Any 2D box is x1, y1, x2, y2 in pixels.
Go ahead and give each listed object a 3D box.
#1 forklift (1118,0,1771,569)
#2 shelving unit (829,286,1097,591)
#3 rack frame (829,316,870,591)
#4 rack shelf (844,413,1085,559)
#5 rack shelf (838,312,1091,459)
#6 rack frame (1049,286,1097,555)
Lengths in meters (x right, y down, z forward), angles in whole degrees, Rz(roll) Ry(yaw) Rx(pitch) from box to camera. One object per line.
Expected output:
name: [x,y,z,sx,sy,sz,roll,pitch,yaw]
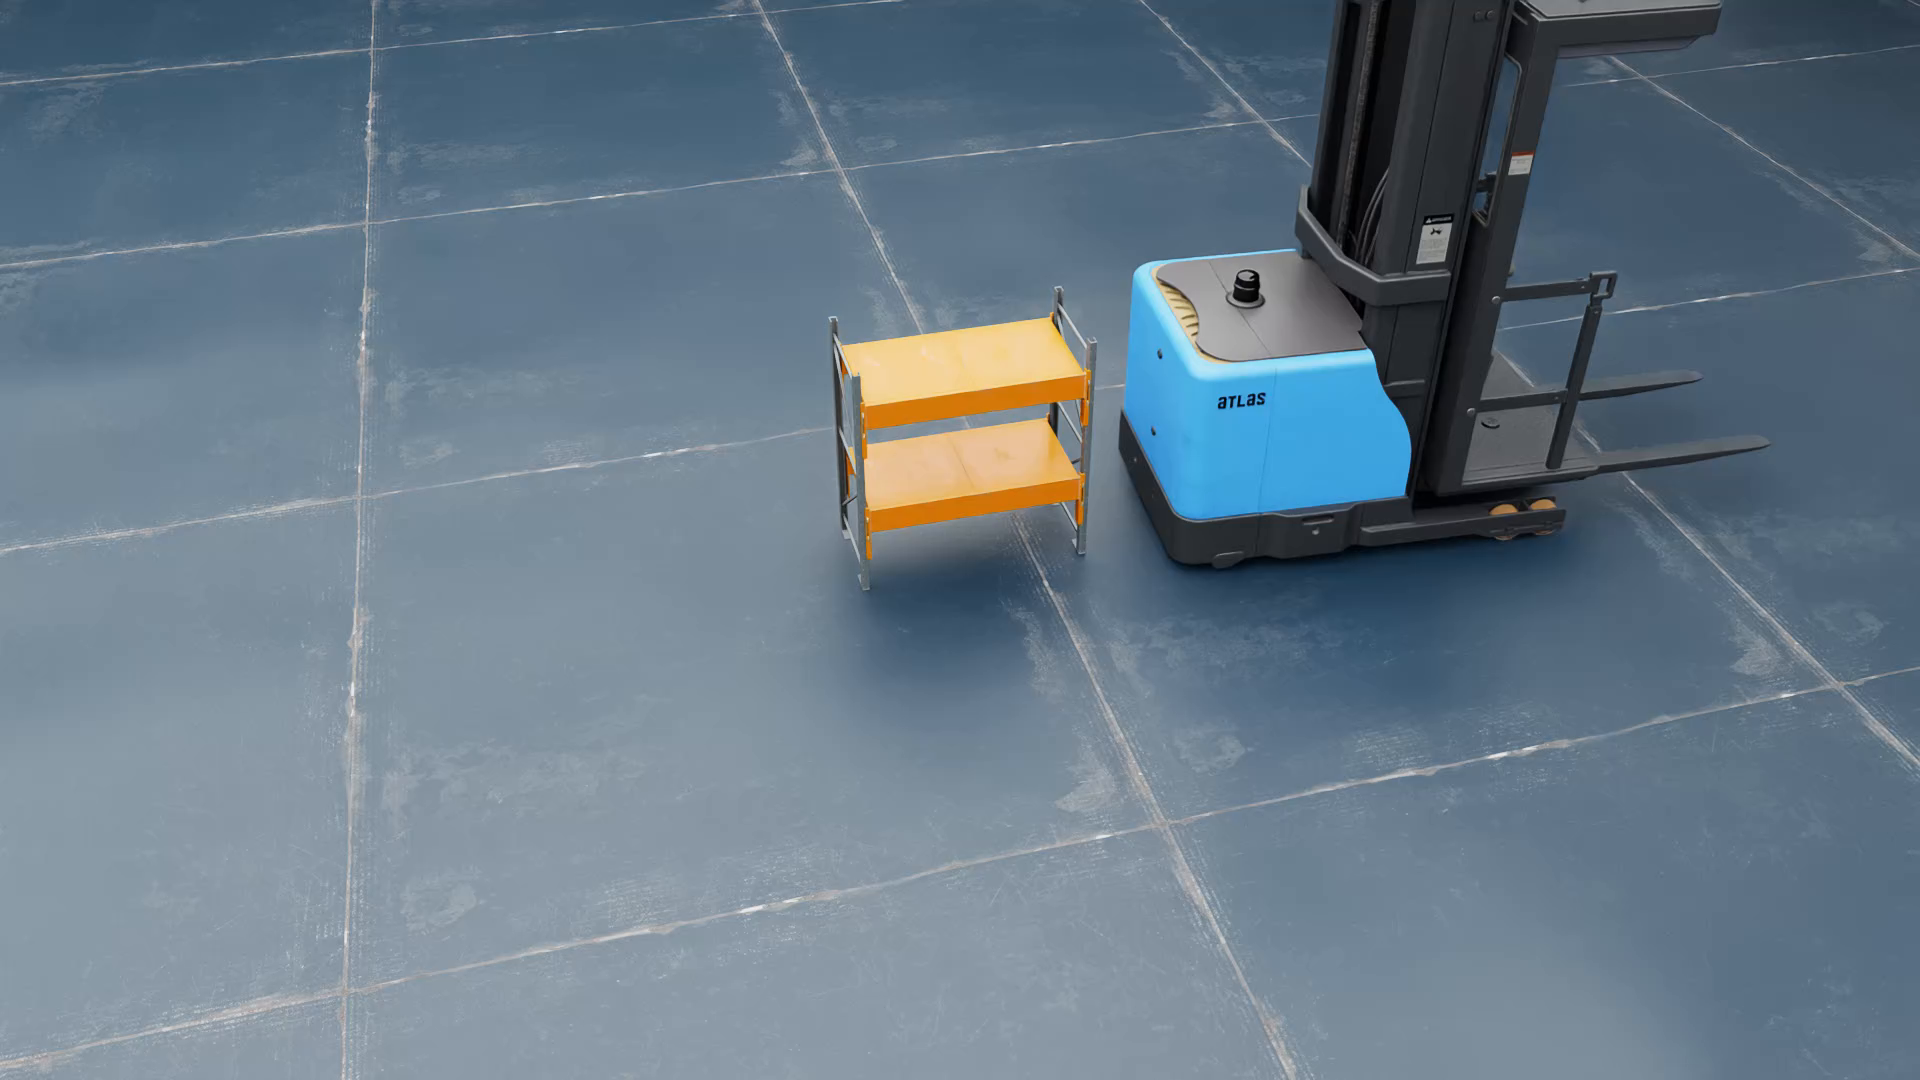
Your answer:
forklift: [2.351,-1.473,7.263,3.031,2.935,1.130,-7,38,-9]
shelving unit: [0.007,-0.448,7.410,1.048,1.125,0.538,-9,38,-12]
rack frame: [-0.484,-0.367,7.304,0.032,1.125,0.500,-9,38,-12]
rack shelf: [0.007,-0.254,7.558,1.000,0.278,0.538,-9,38,-12]
rack shelf: [0.007,-0.680,7.232,1.000,0.278,0.538,-9,38,-12]
rack frame: [0.497,-0.528,7.515,0.032,1.125,0.500,-9,38,-12]
